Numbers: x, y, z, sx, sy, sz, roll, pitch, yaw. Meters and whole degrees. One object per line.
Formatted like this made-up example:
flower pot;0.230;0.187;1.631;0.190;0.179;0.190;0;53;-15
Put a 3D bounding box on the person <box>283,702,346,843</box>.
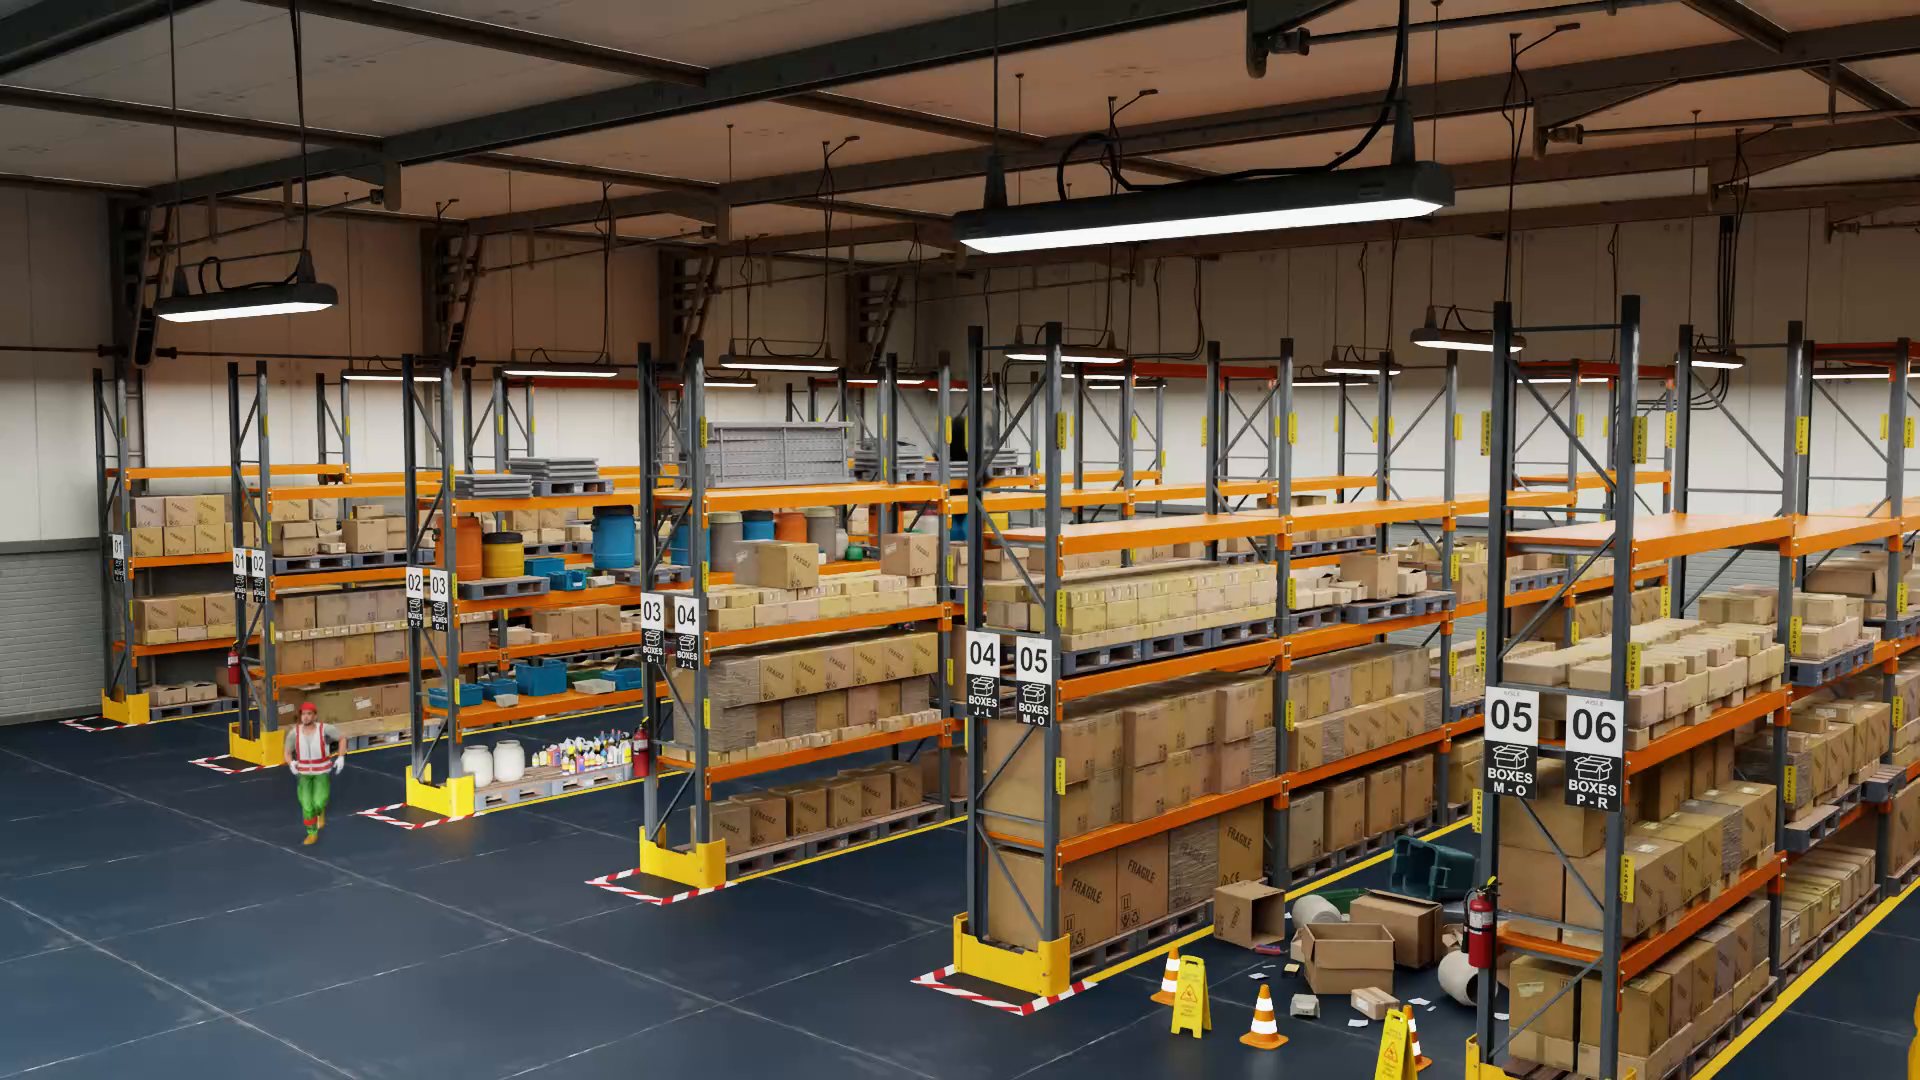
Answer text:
person;-7.805;2.822;20.083;0.696;1.737;0.655;-1;4;-11
